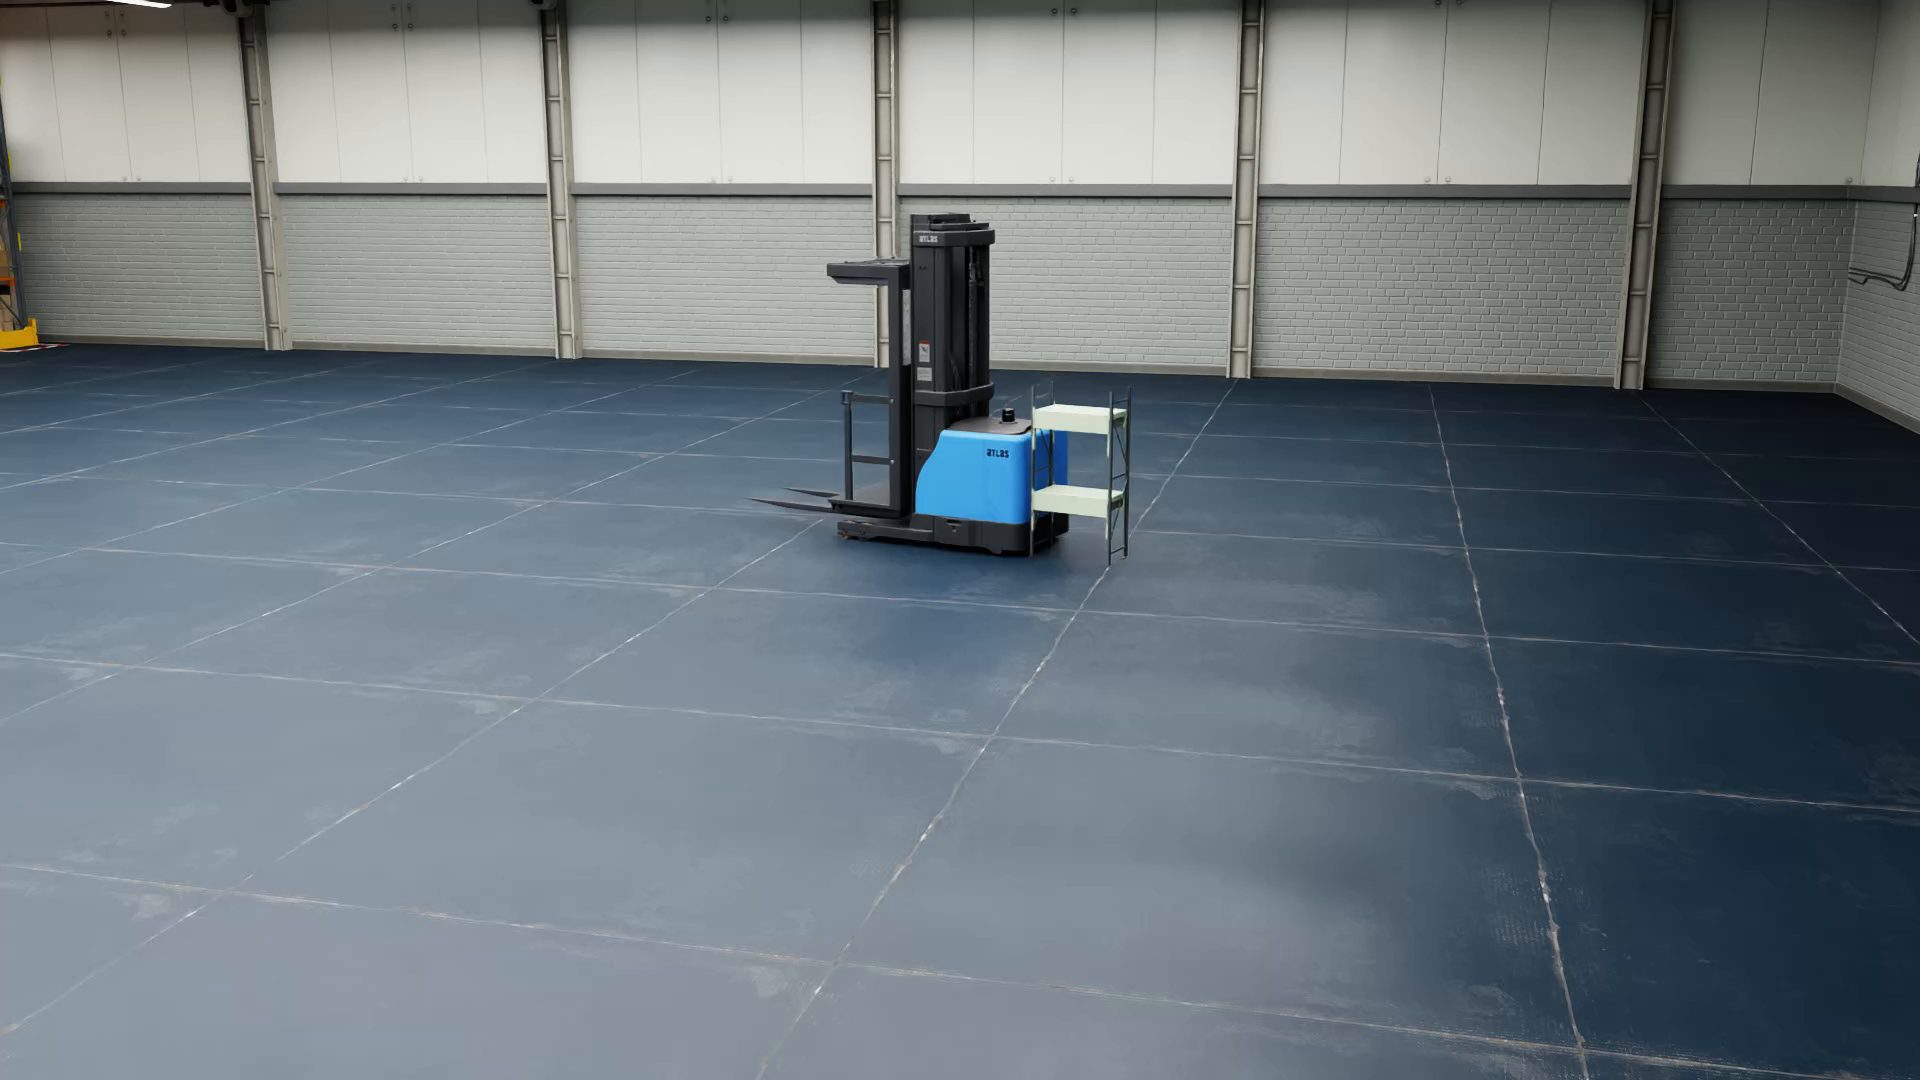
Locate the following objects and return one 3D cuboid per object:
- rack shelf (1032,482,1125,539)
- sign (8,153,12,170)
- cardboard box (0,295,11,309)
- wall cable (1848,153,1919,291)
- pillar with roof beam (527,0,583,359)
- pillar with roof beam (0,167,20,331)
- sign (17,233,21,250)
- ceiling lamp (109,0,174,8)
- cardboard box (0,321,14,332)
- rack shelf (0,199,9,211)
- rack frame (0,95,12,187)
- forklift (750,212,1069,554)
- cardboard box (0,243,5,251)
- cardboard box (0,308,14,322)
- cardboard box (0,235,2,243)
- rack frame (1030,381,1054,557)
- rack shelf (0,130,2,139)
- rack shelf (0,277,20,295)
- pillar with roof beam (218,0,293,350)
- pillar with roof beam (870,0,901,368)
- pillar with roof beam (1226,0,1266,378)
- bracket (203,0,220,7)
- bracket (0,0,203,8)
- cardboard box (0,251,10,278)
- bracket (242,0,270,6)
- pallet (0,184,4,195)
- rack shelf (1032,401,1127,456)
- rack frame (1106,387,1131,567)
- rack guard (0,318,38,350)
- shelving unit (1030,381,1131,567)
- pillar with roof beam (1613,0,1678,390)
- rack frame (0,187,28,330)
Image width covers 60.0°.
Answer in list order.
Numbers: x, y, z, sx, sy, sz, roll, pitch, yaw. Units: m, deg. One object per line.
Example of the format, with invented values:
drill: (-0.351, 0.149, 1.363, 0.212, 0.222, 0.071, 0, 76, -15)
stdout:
rack shelf: (1.038, -0.261, 14.455, 0.720, 0.370, 0.431, 7, 14, 28)
sign: (-18.122, -7.208, 31.672, 0.005, 0.325, 0.100, 3, 13, 14)
cardboard box: (-18.682, -4.578, 32.011, 0.500, 0.250, 0.500, 3, 13, 13)
wall cable: (12.949, -4.813, 23.320, 0.112, 2.526, 3.097, 3, 13, 14)
pillar with roof beam: (-8.102, -6.789, 25.056, 0.548, 9.000, 9.100, 3, 13, 14)
pillar with roof beam: (-19.752, -7.411, 27.863, 0.400, 9.000, 9.100, 3, 13, 14)
sign: (-18.122, -5.740, 31.998, 0.005, 0.325, 0.100, 3, 13, 14)
ceiling lamp: (-12.600, -9.780, 25.060, 0.800, 3.185, 2.000, 3, 13, 14)
cardboard box: (-18.691, -4.091, 32.128, 0.500, 0.250, 0.500, 3, 13, 14)
rack shelf: (-20.202, -6.379, 31.796, 4.000, 0.370, 1.077, 3, 13, 14)
rack frame: (-18.261, -8.091, 30.926, 0.127, 3.000, 1.000, 3, 13, 14)
forklift: (-0.544, -1.514, 15.292, 3.031, 2.935, 1.130, 7, 14, 28)
cardboard box: (-18.528, -5.600, 31.820, 0.250, 0.149, 0.380, 3, 13, 12)
cardboard box: (-18.667, -4.337, 32.081, 0.500, 0.250, 0.500, 3, 13, 15)
cardboard box: (-18.536, -5.735, 31.743, 0.250, 0.149, 0.380, 3, 13, 12)
rack frame: (0.718, -0.618, 14.558, 0.023, 1.500, 0.400, 7, 14, 28)
rack shelf: (-20.202, -7.648, 31.515, 4.000, 0.370, 1.077, 3, 13, 14)
rack shelf: (-20.202, -4.915, 32.121, 4.000, 0.370, 1.077, 3, 13, 14)
pillar with roof beam: (-13.927, -7.100, 26.459, 0.548, 9.000, 9.100, 3, 13, 14)
pillar with roof beam: (-2.276, -6.477, 23.652, 0.548, 9.000, 9.100, 3, 13, 14)
pillar with roof beam: (3.549, -6.166, 22.249, 0.400, 9.000, 9.100, 3, 13, 14)
bracket: (-13.383, -9.709, 29.910, 0.430, 0.232, 0.235, 3, 13, 14)
bracket: (-15.885, -9.843, 30.513, 4.783, 0.066, 0.076, 3, 13, 14)
cardboard box: (-18.675, -5.295, 31.944, 0.500, 0.500, 0.500, 3, 13, 15)
bracket: (-12.578, -9.666, 29.716, 0.430, 0.232, 0.235, 3, 13, 14)
pallet: (-18.941, -6.626, 31.450, 1.213, 0.211, 1.003, 3, 13, 14)
rack shelf: (1.038, -0.961, 14.300, 0.720, 0.370, 0.431, 7, 14, 28)
rack frame: (1.357, -0.541, 14.210, 0.023, 1.500, 0.400, 7, 14, 28)
rack guard: (-18.237, -3.941, 31.841, 0.348, 0.500, 1.175, 3, 13, 14)
shelving unit: (1.038, -0.580, 14.384, 0.755, 1.500, 0.431, 7, 14, 28)
pillar with roof beam: (9.374, -5.854, 20.845, 0.400, 9.000, 9.100, 3, 13, 14)
rack frame: (-18.261, -5.162, 31.576, 0.127, 3.000, 1.000, 3, 13, 14)
